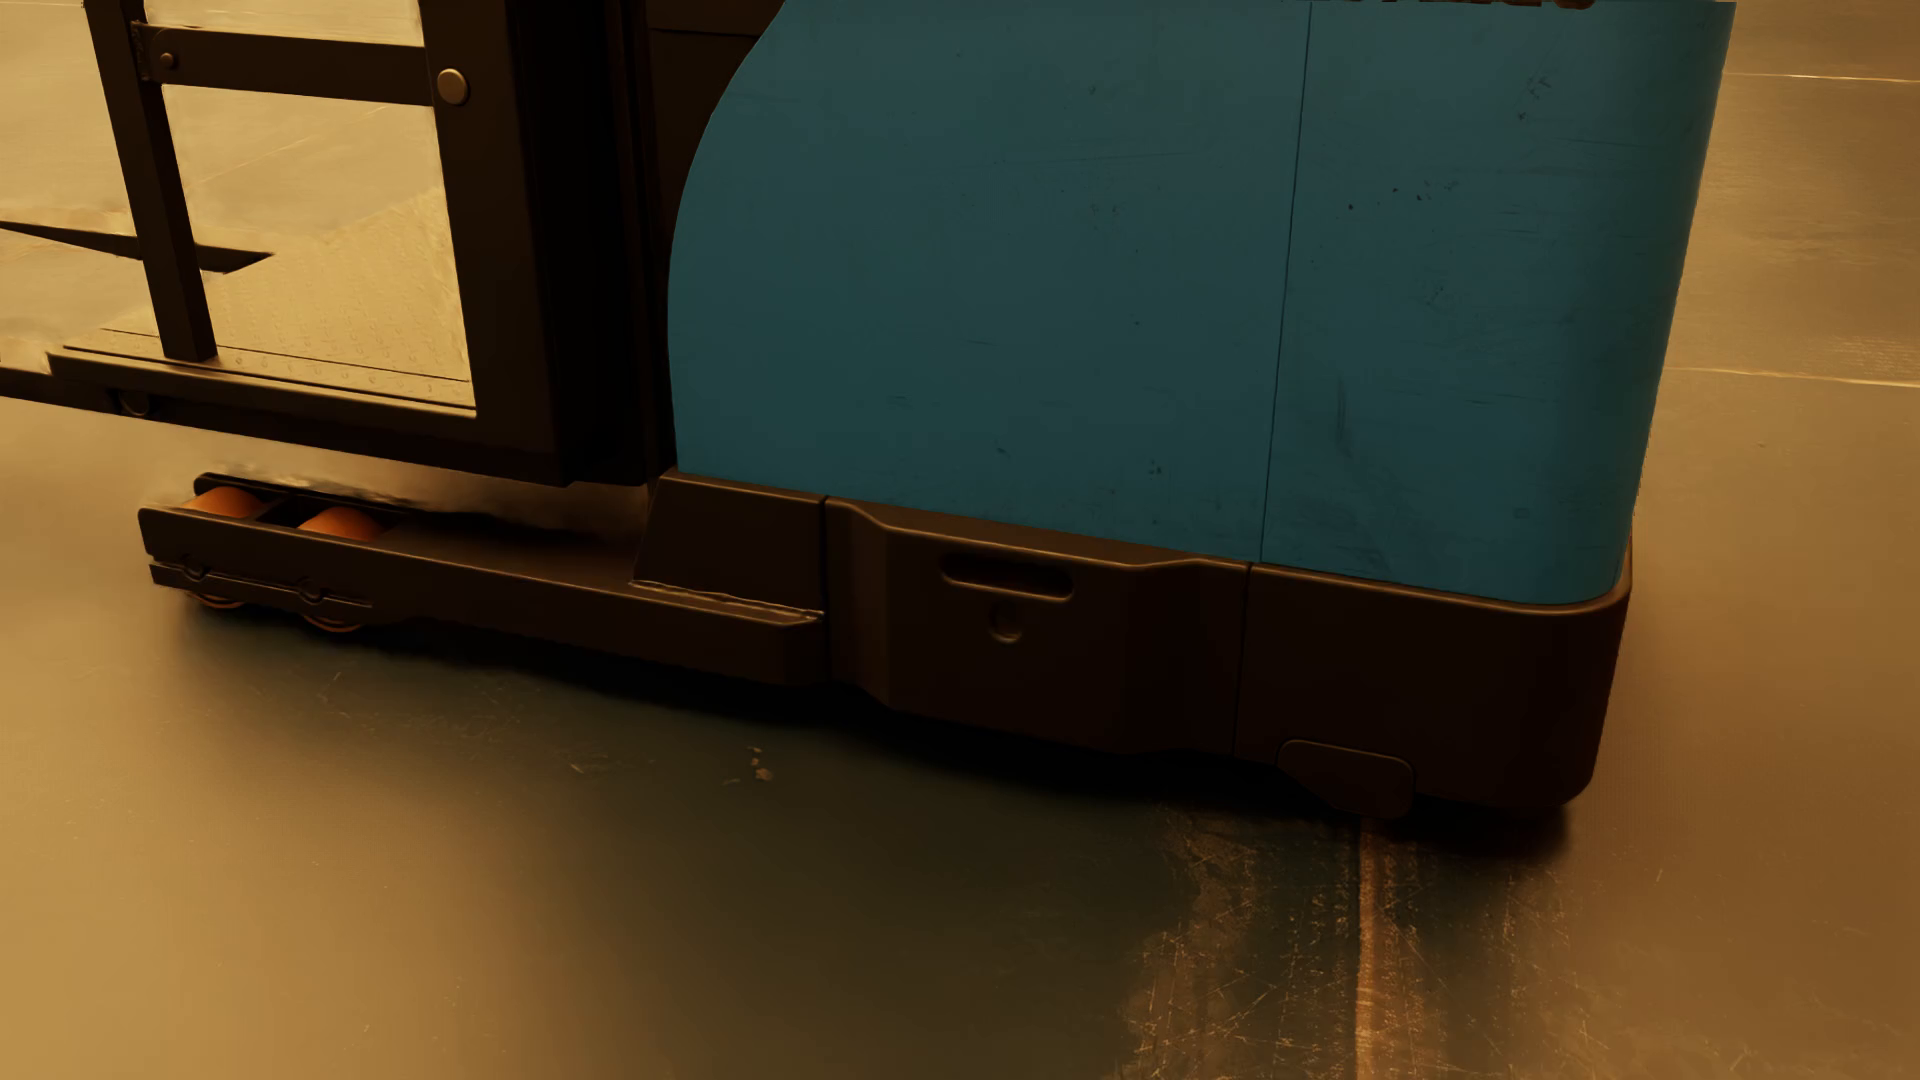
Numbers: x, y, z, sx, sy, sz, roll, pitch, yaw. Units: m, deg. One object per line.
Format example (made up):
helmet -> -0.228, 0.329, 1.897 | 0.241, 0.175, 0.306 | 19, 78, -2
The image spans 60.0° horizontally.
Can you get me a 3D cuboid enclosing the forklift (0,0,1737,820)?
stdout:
forklift -> -0.588, -1.396, 2.012 | 3.031, 2.935, 1.130 | 9, 28, 17
